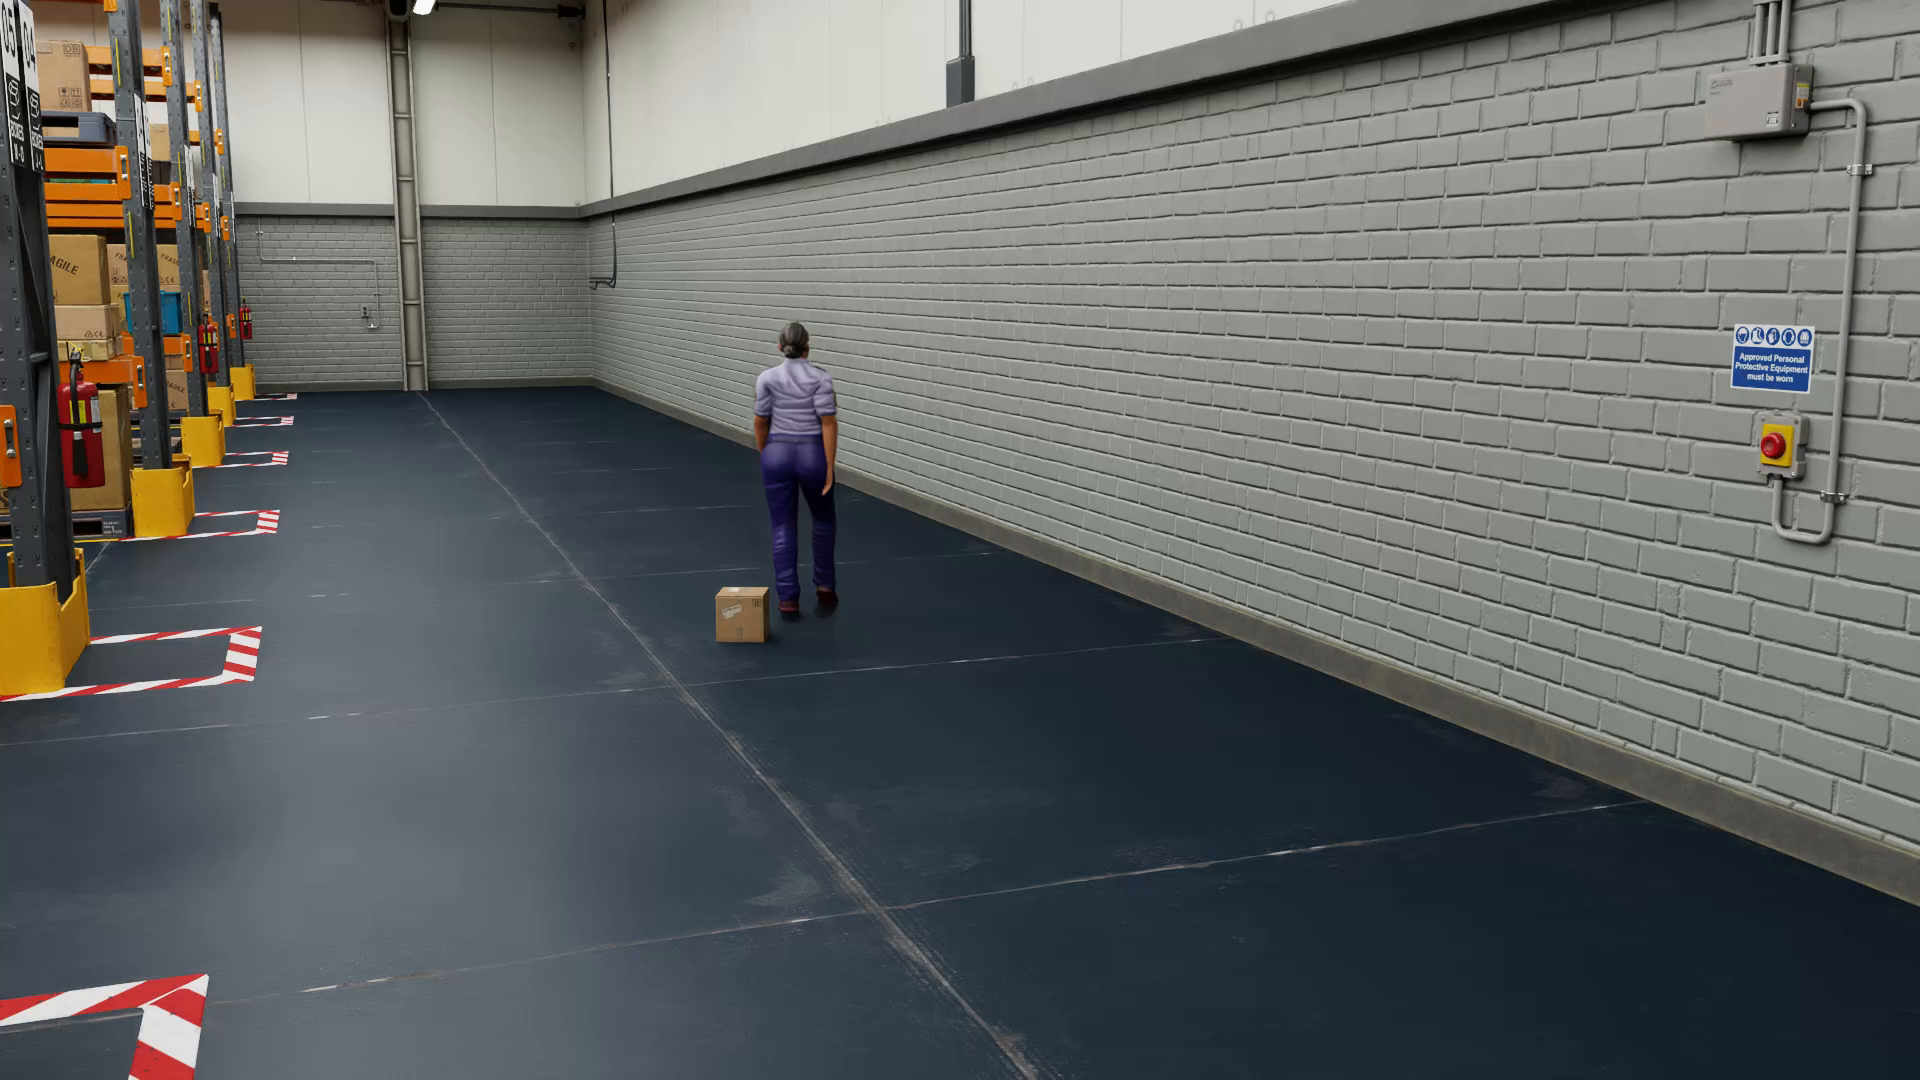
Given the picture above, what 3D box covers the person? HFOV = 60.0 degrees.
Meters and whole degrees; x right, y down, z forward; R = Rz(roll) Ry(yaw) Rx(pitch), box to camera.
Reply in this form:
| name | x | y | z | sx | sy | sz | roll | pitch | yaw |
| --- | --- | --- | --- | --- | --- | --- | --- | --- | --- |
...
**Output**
| name | x | y | z | sx | sy | sz | roll | pitch | yaw |
| --- | --- | --- | --- | --- | --- | --- | --- | --- | --- |
| person | -0.928 | -0.392 | 9.492 | 0.484 | 1.686 | 0.705 | 0 | 9 | -2 |
